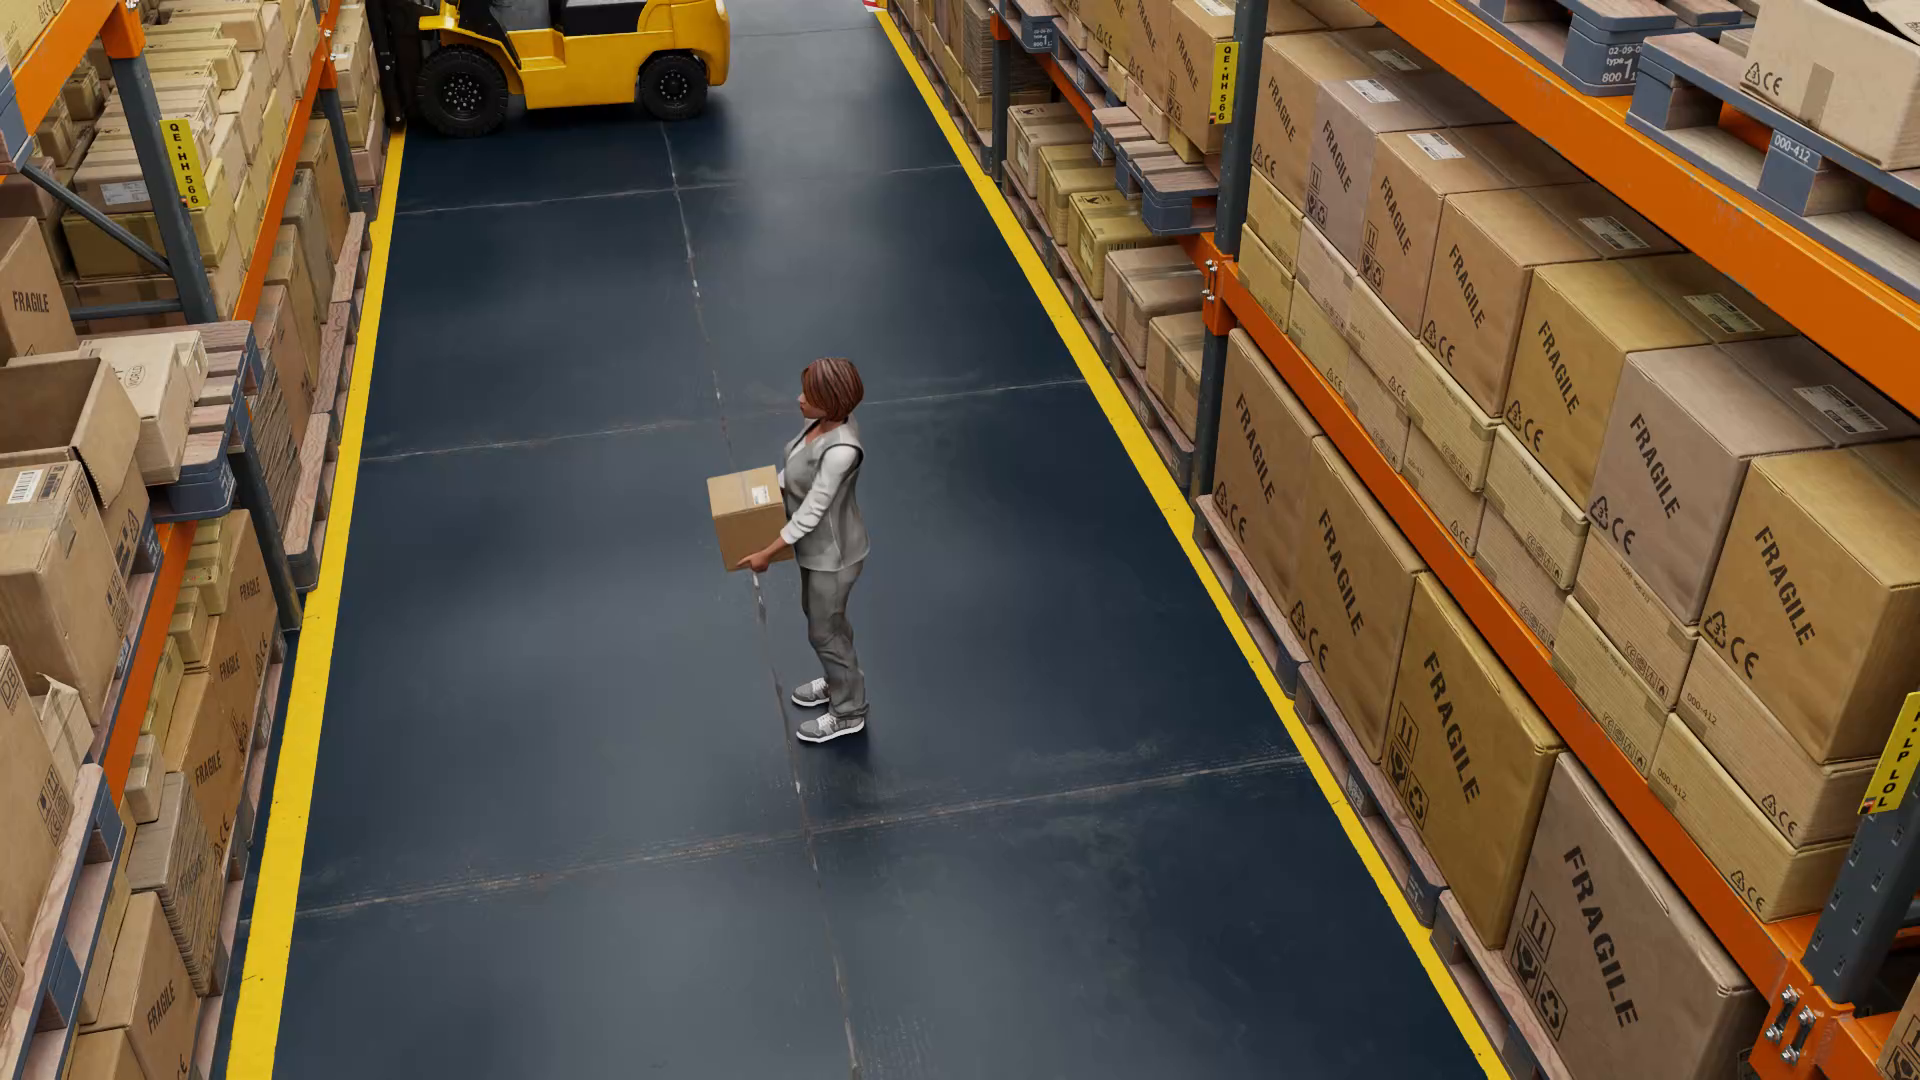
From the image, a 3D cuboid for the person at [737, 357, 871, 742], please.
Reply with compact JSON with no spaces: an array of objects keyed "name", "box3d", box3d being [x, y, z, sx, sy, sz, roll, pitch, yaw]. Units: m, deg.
[{"name":"person","box3d":[-0.576,0.045,6.093,0.494,1.593,0.404,-7,35,-9]}]
